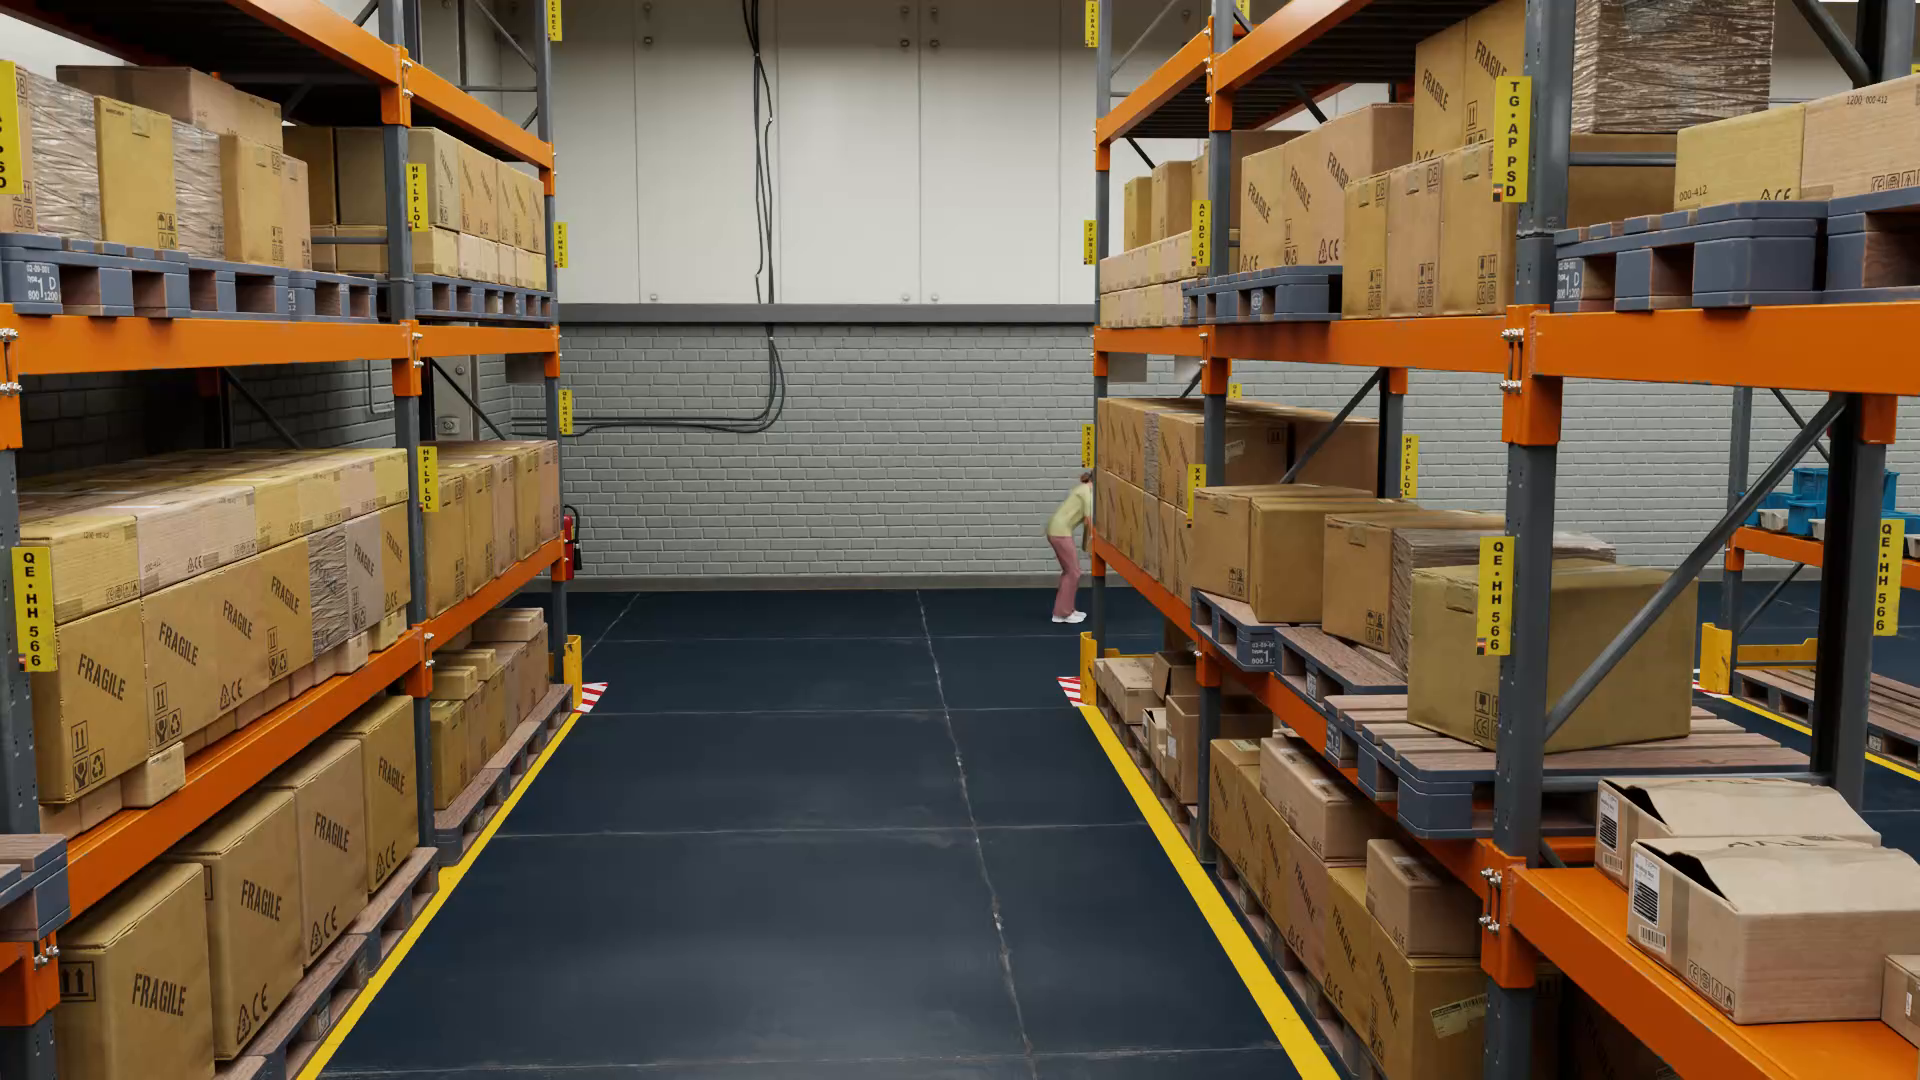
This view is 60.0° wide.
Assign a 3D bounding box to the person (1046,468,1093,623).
[{"bbox_3d":[1.153,0.027,16.148,0.636,1.533,0.411,-1,7,-5],"label":"person"}]
